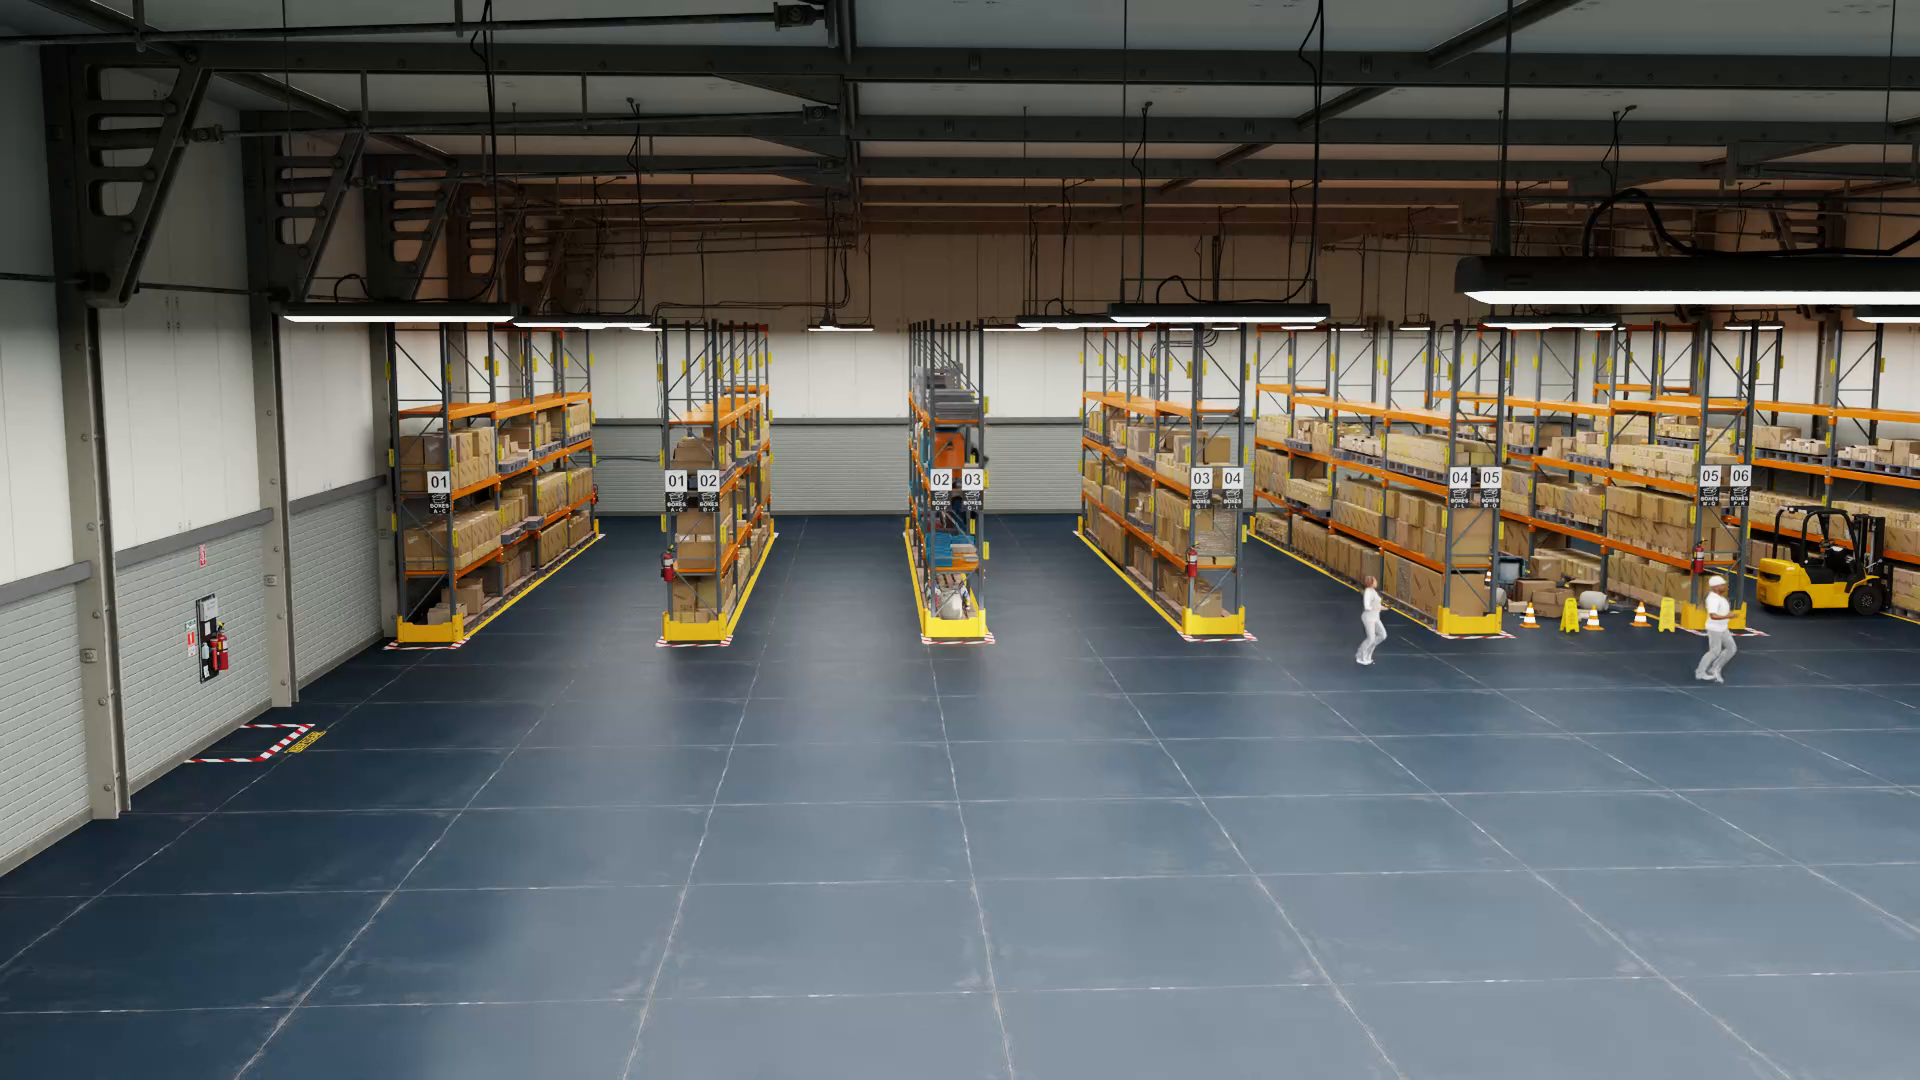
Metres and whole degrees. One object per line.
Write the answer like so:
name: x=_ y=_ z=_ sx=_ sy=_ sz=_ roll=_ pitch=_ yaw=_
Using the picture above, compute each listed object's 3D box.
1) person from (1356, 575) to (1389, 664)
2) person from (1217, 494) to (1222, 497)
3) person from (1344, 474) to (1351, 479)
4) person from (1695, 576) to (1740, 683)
person: x=7.163 y=1.384 z=28.798 sx=0.580 sy=1.560 sz=0.519 roll=4 pitch=8 yaw=32
person: x=7.292 y=-0.711 z=45.506 sx=0.663 sy=1.696 sz=0.912 roll=0 pitch=7 yaw=4
person: x=11.732 y=-1.153 z=49.453 sx=0.713 sy=1.608 sz=0.574 roll=-1 pitch=7 yaw=-8
person: x=12.491 y=1.487 z=27.346 sx=0.668 sy=1.788 sz=0.676 roll=6 pitch=9 yaw=38
